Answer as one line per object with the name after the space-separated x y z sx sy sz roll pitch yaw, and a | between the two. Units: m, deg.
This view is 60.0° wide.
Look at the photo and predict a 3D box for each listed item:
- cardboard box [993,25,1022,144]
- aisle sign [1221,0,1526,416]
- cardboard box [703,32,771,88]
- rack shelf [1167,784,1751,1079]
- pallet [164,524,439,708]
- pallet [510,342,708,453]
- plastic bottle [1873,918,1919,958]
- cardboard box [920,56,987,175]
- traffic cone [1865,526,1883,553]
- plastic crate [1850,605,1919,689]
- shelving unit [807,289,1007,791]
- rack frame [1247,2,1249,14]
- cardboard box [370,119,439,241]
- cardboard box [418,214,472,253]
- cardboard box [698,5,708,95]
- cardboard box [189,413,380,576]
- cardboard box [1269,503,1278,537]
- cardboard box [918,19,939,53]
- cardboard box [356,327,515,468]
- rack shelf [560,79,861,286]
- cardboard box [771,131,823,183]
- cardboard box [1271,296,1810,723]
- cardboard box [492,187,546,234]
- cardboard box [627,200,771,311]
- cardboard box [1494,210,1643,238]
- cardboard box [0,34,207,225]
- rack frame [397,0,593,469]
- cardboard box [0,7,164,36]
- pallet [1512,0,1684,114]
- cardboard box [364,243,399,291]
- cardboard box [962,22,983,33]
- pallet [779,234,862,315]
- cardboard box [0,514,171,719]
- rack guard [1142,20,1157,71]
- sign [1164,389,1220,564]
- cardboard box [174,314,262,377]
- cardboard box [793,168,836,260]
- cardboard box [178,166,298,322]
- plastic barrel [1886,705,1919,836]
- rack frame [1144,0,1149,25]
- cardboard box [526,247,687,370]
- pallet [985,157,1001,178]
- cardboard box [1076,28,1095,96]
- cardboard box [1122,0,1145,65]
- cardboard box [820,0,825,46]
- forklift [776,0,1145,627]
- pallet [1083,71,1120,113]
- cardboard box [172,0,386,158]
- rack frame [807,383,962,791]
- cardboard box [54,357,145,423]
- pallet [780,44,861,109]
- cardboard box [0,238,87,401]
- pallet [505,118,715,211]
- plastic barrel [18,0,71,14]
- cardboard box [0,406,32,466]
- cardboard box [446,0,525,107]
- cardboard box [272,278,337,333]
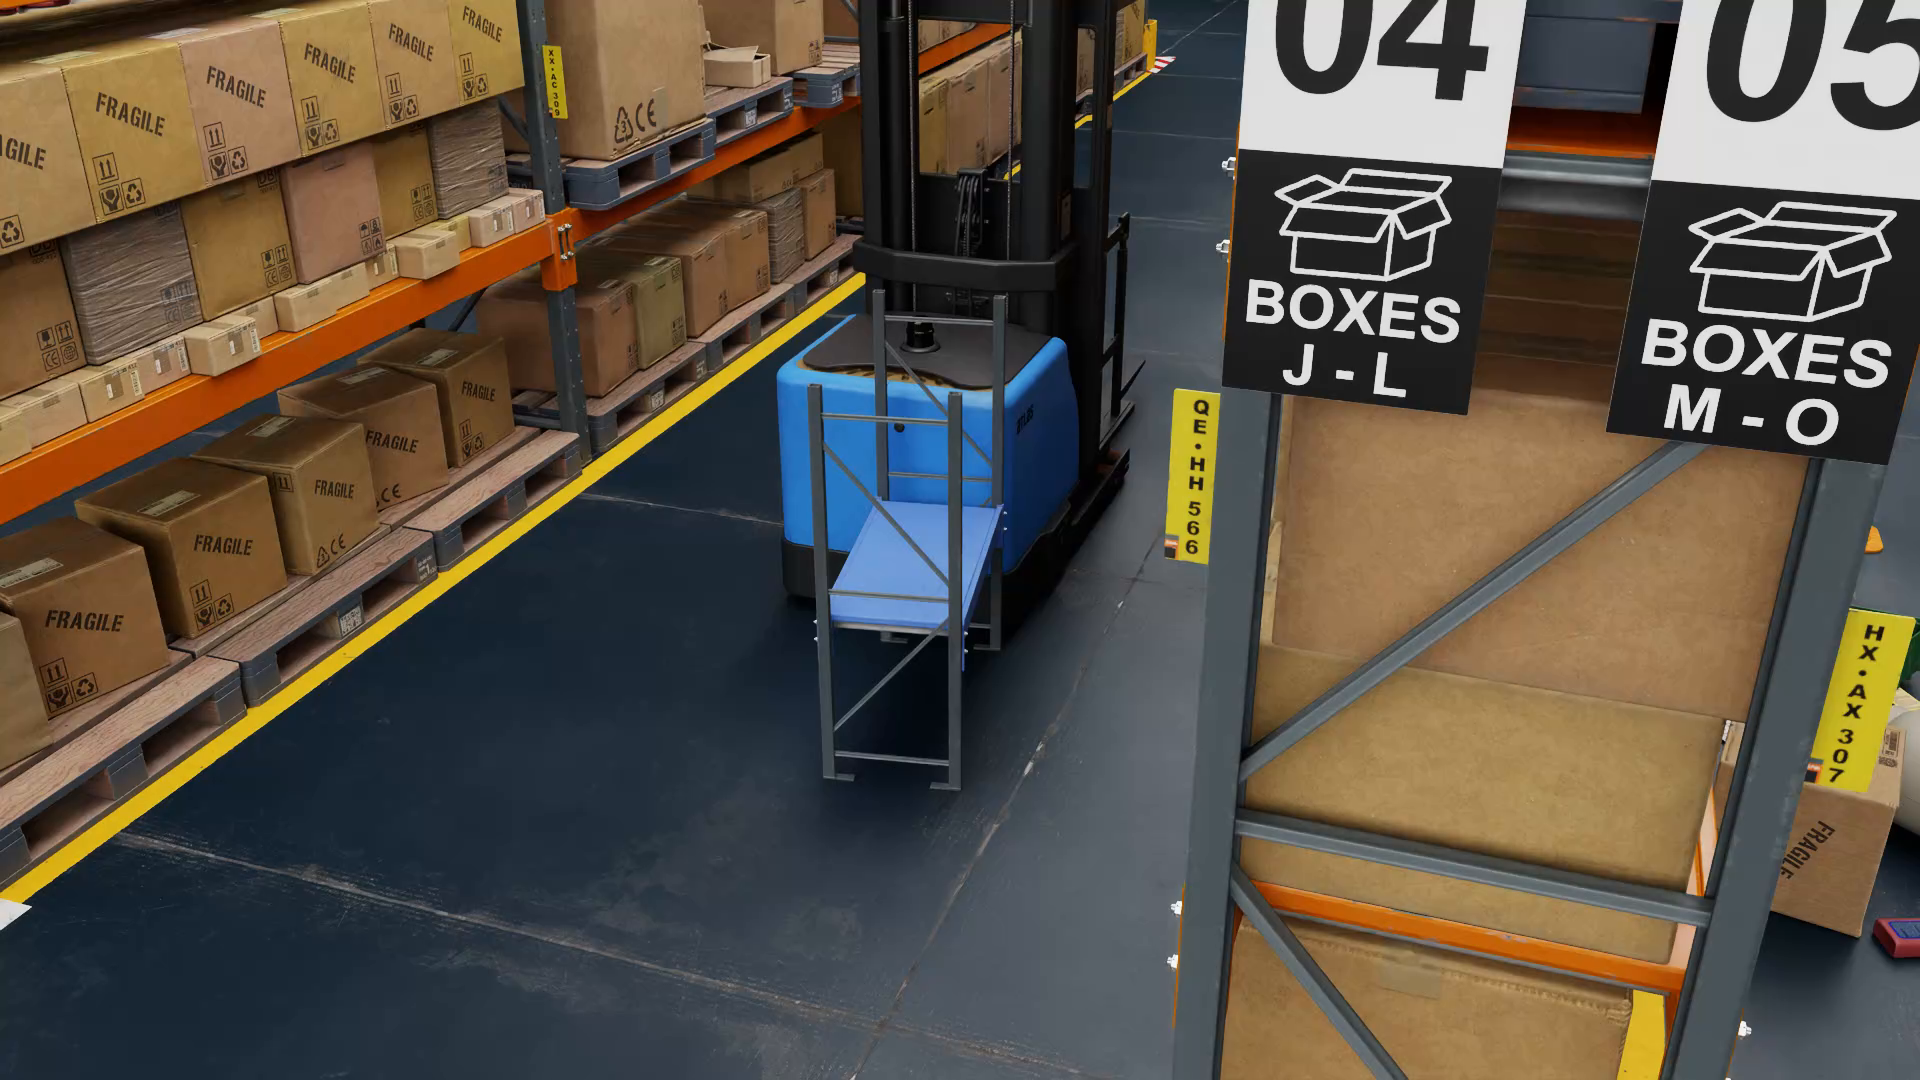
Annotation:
0.080 -4.055 14.639 1.225 0.875 0.875 9 27 18 | cardboard box
0.618 -0.580 2.523 0.394 0.787 0.004 9 27 17 | aisle sign
-1.357 -2.848 9.863 0.396 0.266 0.258 8 27 16 | cardboard box
1.590 0.106 4.914 1.077 0.370 4.000 9 27 17 | rack shelf
-2.982 0.239 7.014 1.003 0.211 1.213 9 27 17 | pallet
-2.130 -0.865 9.295 1.003 0.211 1.213 9 27 17 | pallet
2.999 1.229 5.141 0.283 0.061 0.133 0 26 -1 | plastic bottle
-0.504 -3.323 13.126 1.225 0.875 0.875 9 27 18 | cardboard box
4.126 -0.230 7.694 0.336 0.463 0.334 9 27 17 | traffic cone
3.433 0.462 6.515 0.662 0.188 0.450 -20 23 -36 | plastic crate
-0.160 -0.025 6.080 0.538 1.500 1.048 4 26 8 | shelving unit
0.925 -2.096 1.752 1.000 3.000 0.127 9 27 17 | rack frame
-2.795 -1.603 7.162 0.875 0.500 0.500 9 27 17 | cardboard box
-2.414 -1.361 7.407 0.380 0.149 0.250 9 27 17 | cardboard box
-1.898 -2.762 9.411 0.797 0.503 0.637 12 28 23 | cardboard box
-2.875 -0.203 7.113 0.500 0.500 0.500 6 27 13 | cardboard box
1.168 0.149 3.829 0.875 0.550 0.550 9 27 17 | cardboard box
-0.469 -3.862 12.169 0.500 0.500 0.500 8 27 16 | cardboard box
-2.559 -0.706 8.152 0.500 0.500 0.500 8 27 16 | cardboard box
-1.722 -2.298 9.880 1.077 0.370 4.000 9 27 17 | rack shelf
-1.251 -2.575 11.129 0.500 0.250 0.500 10 28 20 | cardboard box
1.085 -0.096 3.095 0.875 0.550 0.550 9 27 17 | cardboard box
-2.182 -1.556 7.810 0.380 0.149 0.250 9 27 17 | cardboard box
-1.615 -1.775 10.338 0.700 0.500 0.500 11 28 22 | cardboard box
1.495 -0.546 4.024 0.875 0.550 0.550 9 27 17 | cardboard box
-2.941 -1.382 5.559 0.500 0.500 0.500 9 27 17 | cardboard box
-2.388 -1.800 8.026 1.000 3.000 0.127 9 27 17 | rack frame
-3.265 -1.663 6.139 0.500 0.500 0.500 9 27 17 | cardboard box
1.162 -1.012 3.058 1.003 0.211 1.213 9 27 17 | pallet
-2.600 -1.158 6.989 0.380 0.149 0.250 9 27 17 | cardboard box
-0.133 -4.278 13.028 0.500 0.500 0.500 9 27 18 | cardboard box
-1.318 -1.868 11.366 1.003 0.211 1.213 9 27 17 | pallet
-3.329 0.275 6.127 0.500 0.500 0.500 17 30 31 | cardboard box
1.614 -5.616 18.776 1.175 0.500 0.348 9 27 17 | rack guard
0.418 -0.108 2.930 0.100 0.325 0.005 9 27 17 | sign
-2.809 -0.728 6.100 0.380 0.149 0.250 9 27 17 | cardboard box
-1.261 -2.239 11.295 0.700 0.500 0.500 7 27 15 | cardboard box
-3.072 -1.183 6.296 0.875 0.500 0.500 9 27 17 | cardboard box
3.325 0.809 5.594 0.421 0.421 0.512 -14 29 -27 | plastic barrel
1.606 -6.732 18.211 1.000 3.000 0.127 9 27 17 | rack frame
-1.987 -1.316 9.389 0.700 0.500 0.500 9 27 17 | cardboard box
-0.316 -3.002 13.707 1.003 0.211 1.213 9 27 17 | pallet
0.869 -4.950 16.488 0.875 0.875 0.875 9 27 17 | cardboard box
1.468 -5.690 18.016 0.875 0.875 0.875 9 27 17 | cardboard box
-1.199 -3.450 10.838 0.500 0.500 0.500 5 26 11 | cardboard box
0.213 -1.578 7.645 1.130 2.935 3.031 9 27 18 | forklift
1.006 -4.637 17.085 1.003 0.211 1.213 9 27 17 | pallet
-2.610 -1.793 6.408 0.500 0.500 0.500 9 27 17 | cardboard box
-0.241 0.194 5.629 0.500 1.500 0.032 4 26 8 | rack frame
-3.047 -0.534 5.699 0.380 0.149 0.250 9 27 17 | cardboard box
-1.193 -3.049 10.826 1.213 0.211 1.003 9 27 17 | pallet
-3.457 -0.780 5.463 0.875 0.500 0.500 9 27 17 | cardboard box
-1.996 -2.007 8.673 1.003 0.211 1.213 9 27 17 | pallet
-6.145 -3.420 11.216 0.433 0.535 0.433 0 26 0 | plastic barrel
-3.201 -0.327 5.271 0.380 0.149 0.250 9 27 17 | cardboard box
-2.278 -2.204 7.257 0.500 0.500 0.500 9 27 17 | cardboard box
-2.695 -0.942 6.542 0.380 0.149 0.250 9 27 17 | cardboard box
